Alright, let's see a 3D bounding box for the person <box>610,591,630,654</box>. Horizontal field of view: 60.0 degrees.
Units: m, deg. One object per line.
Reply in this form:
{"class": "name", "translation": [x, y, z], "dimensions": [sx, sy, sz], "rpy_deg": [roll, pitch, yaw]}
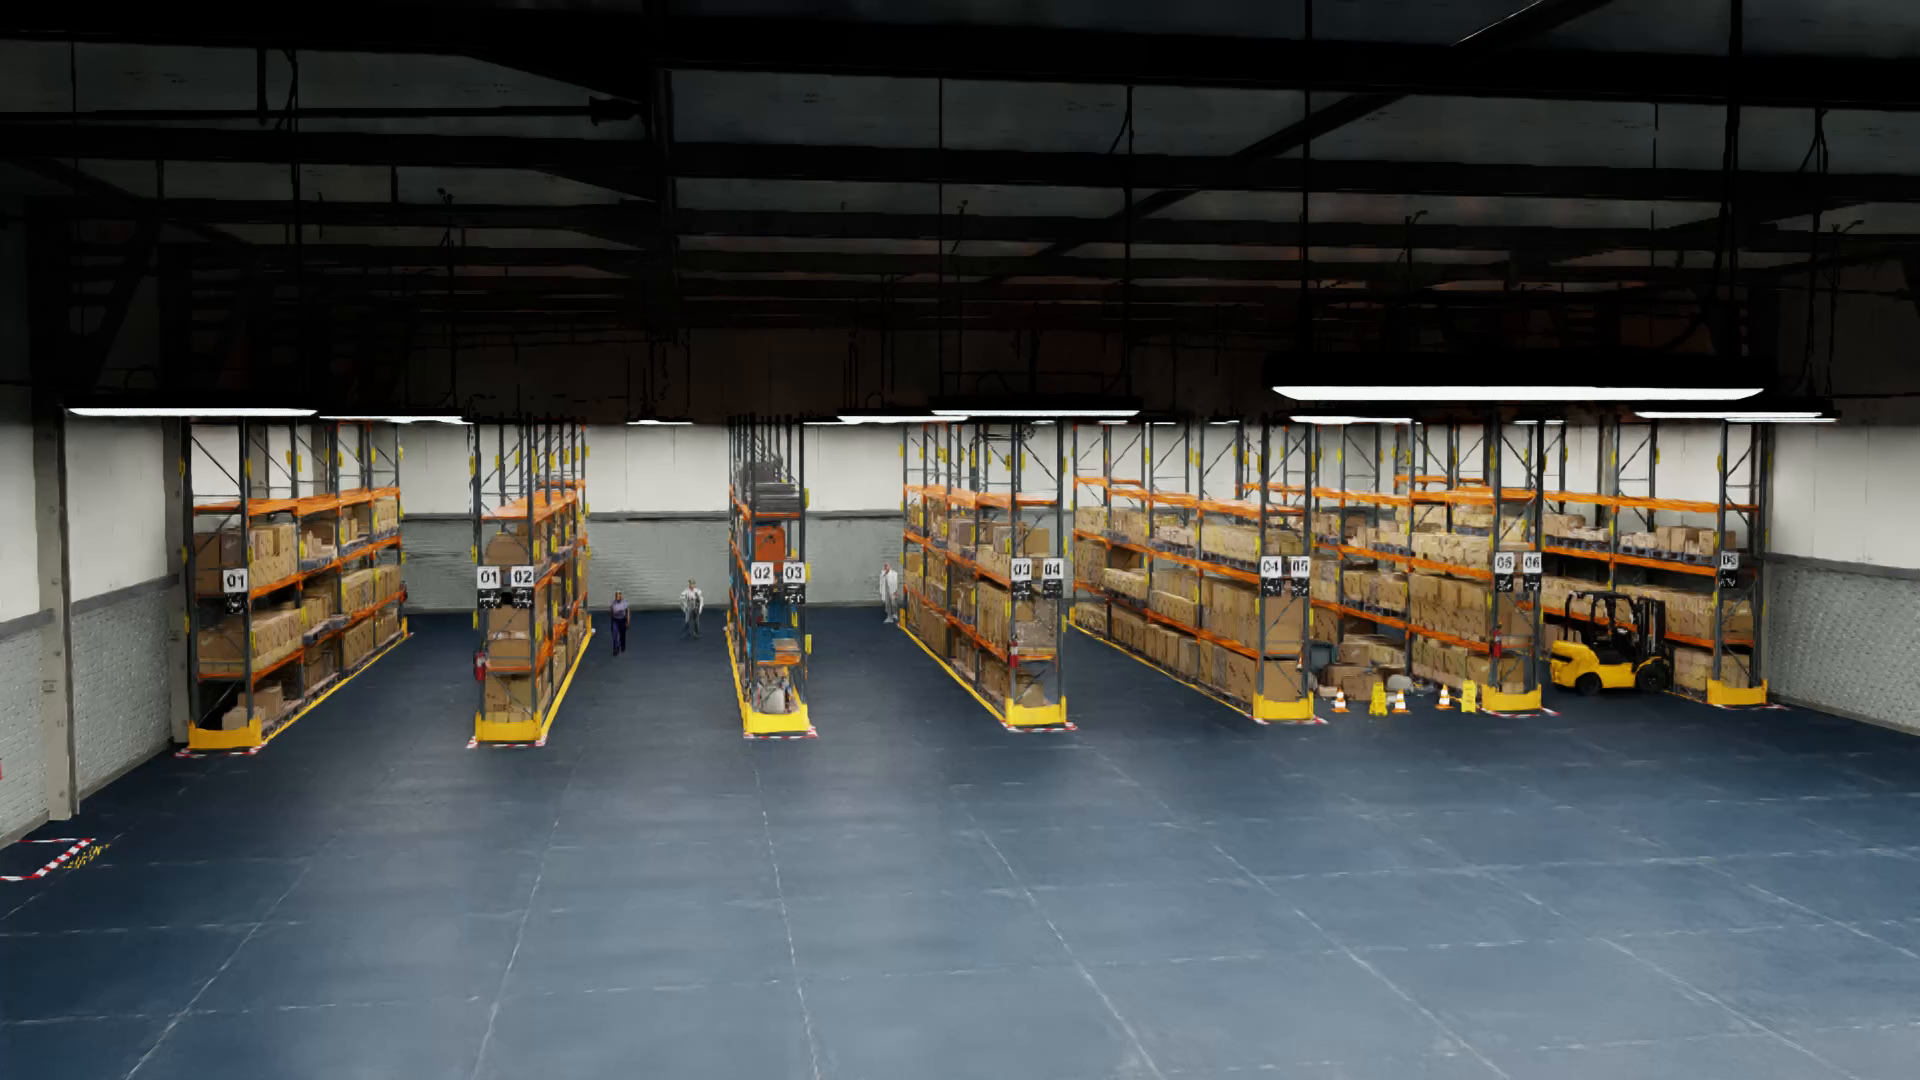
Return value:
{"class": "person", "translation": [-8.601, 2.063, 42.089], "dimensions": [0.493, 1.589, 1.000], "rpy_deg": [-1, 4, -10]}

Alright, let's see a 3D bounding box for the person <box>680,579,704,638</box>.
{"class": "person", "translation": [-7.265, 1.852, 45.079], "dimensions": [0.639, 1.632, 0.512], "rpy_deg": [-1, 4, -11]}

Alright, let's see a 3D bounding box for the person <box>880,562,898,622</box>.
{"class": "person", "translation": [-2.043, 1.573, 48.745], "dimensions": [0.599, 1.503, 0.572], "rpy_deg": [1, 4, 21]}
